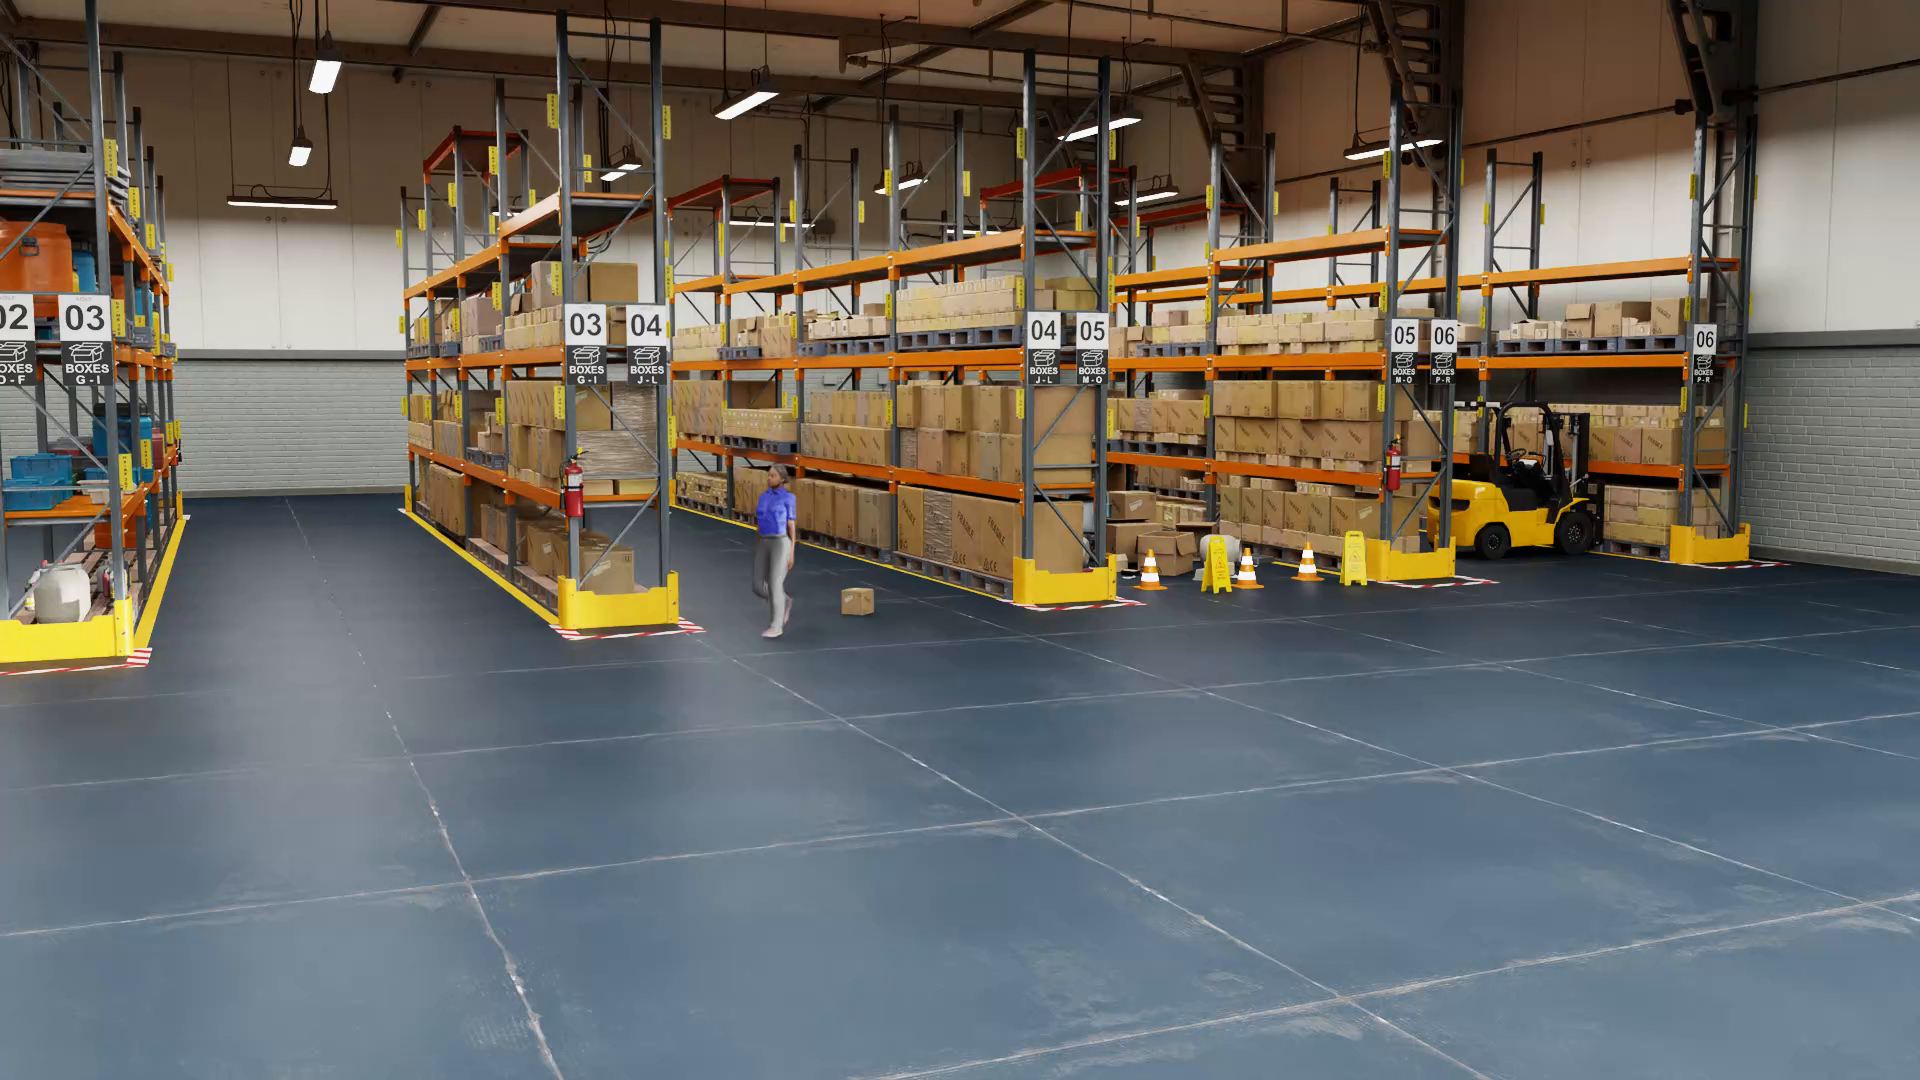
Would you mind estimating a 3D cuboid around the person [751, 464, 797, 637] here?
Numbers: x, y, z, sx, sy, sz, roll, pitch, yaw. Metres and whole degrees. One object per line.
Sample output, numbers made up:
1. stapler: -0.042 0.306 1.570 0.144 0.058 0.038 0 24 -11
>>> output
1. person: -1.751 0.086 15.948 0.448 1.636 0.611 4 7 33
